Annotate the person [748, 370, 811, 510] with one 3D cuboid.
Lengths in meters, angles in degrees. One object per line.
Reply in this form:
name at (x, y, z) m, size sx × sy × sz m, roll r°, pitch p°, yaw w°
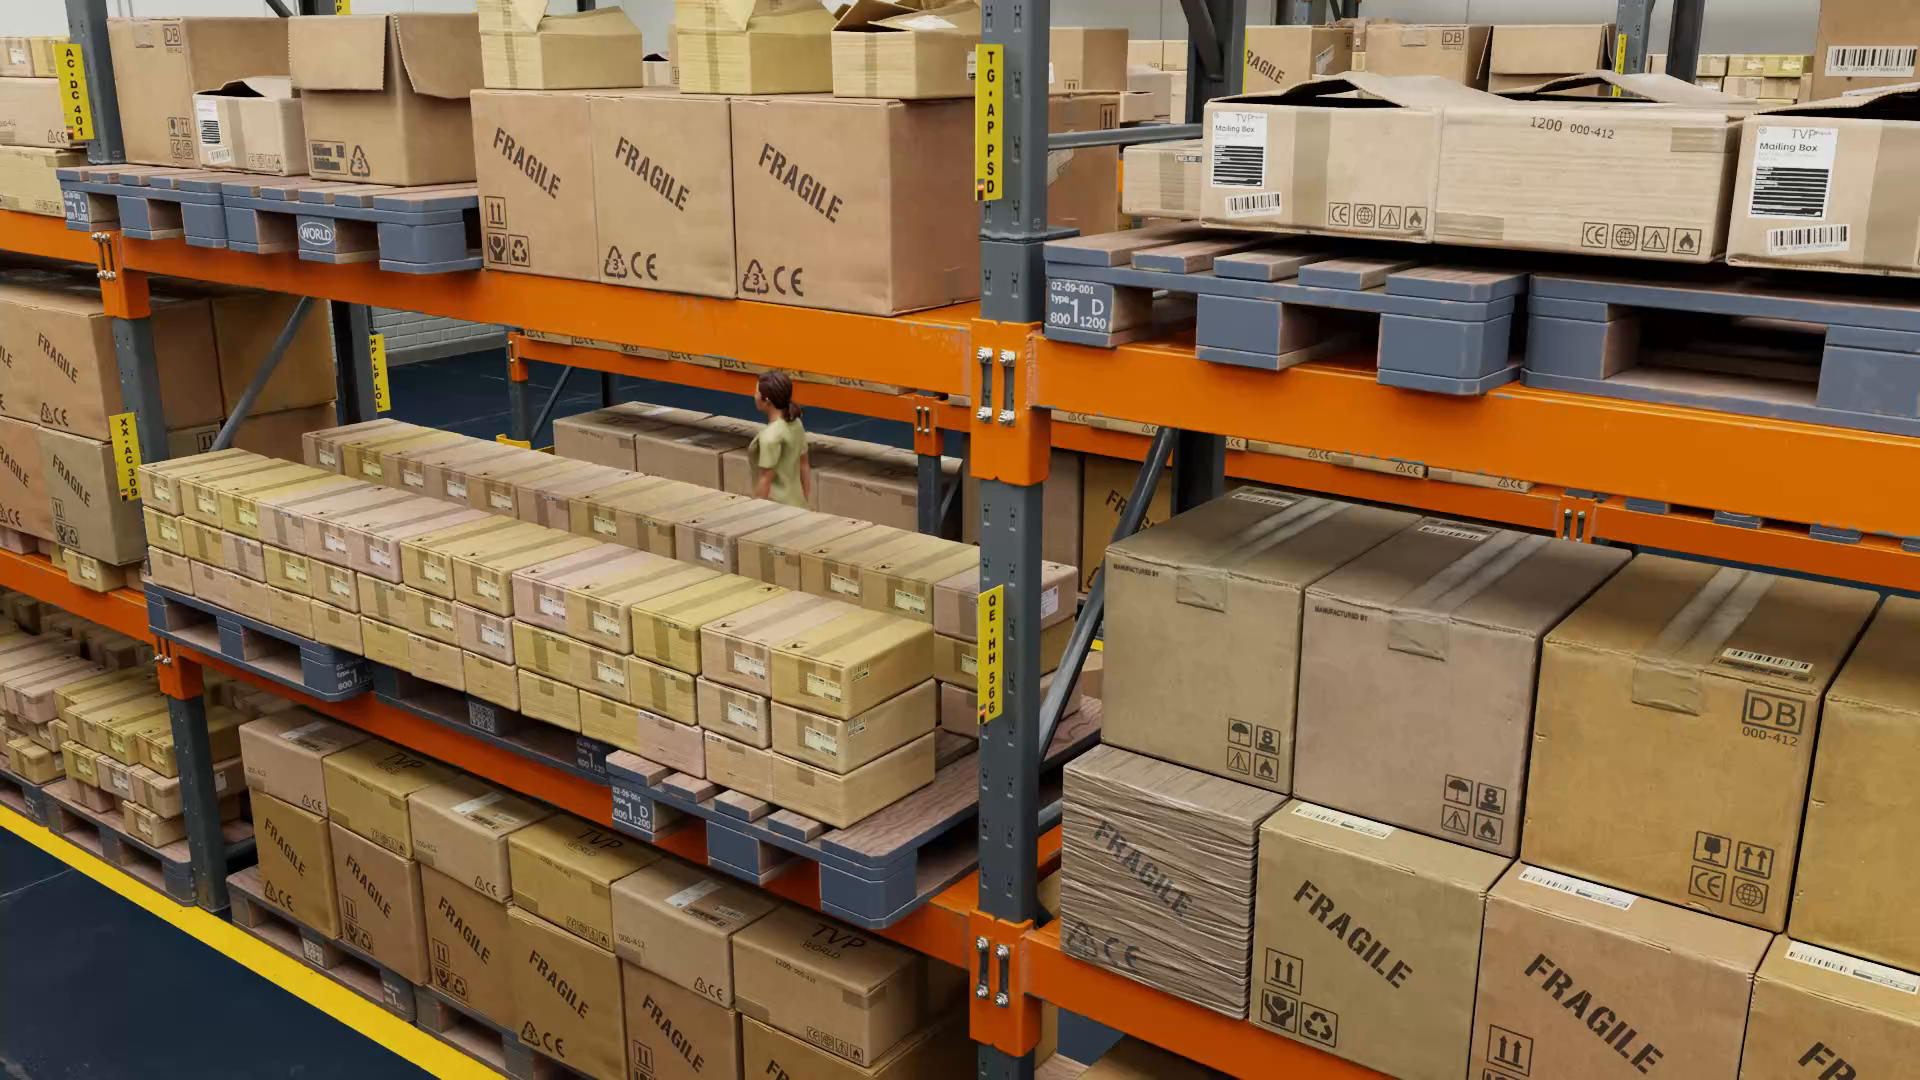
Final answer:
person at (-1.056, -0.128, 9.429) m, size 0.447 × 1.693 × 0.456 m, roll 4°, pitch 17°, yaw 13°
